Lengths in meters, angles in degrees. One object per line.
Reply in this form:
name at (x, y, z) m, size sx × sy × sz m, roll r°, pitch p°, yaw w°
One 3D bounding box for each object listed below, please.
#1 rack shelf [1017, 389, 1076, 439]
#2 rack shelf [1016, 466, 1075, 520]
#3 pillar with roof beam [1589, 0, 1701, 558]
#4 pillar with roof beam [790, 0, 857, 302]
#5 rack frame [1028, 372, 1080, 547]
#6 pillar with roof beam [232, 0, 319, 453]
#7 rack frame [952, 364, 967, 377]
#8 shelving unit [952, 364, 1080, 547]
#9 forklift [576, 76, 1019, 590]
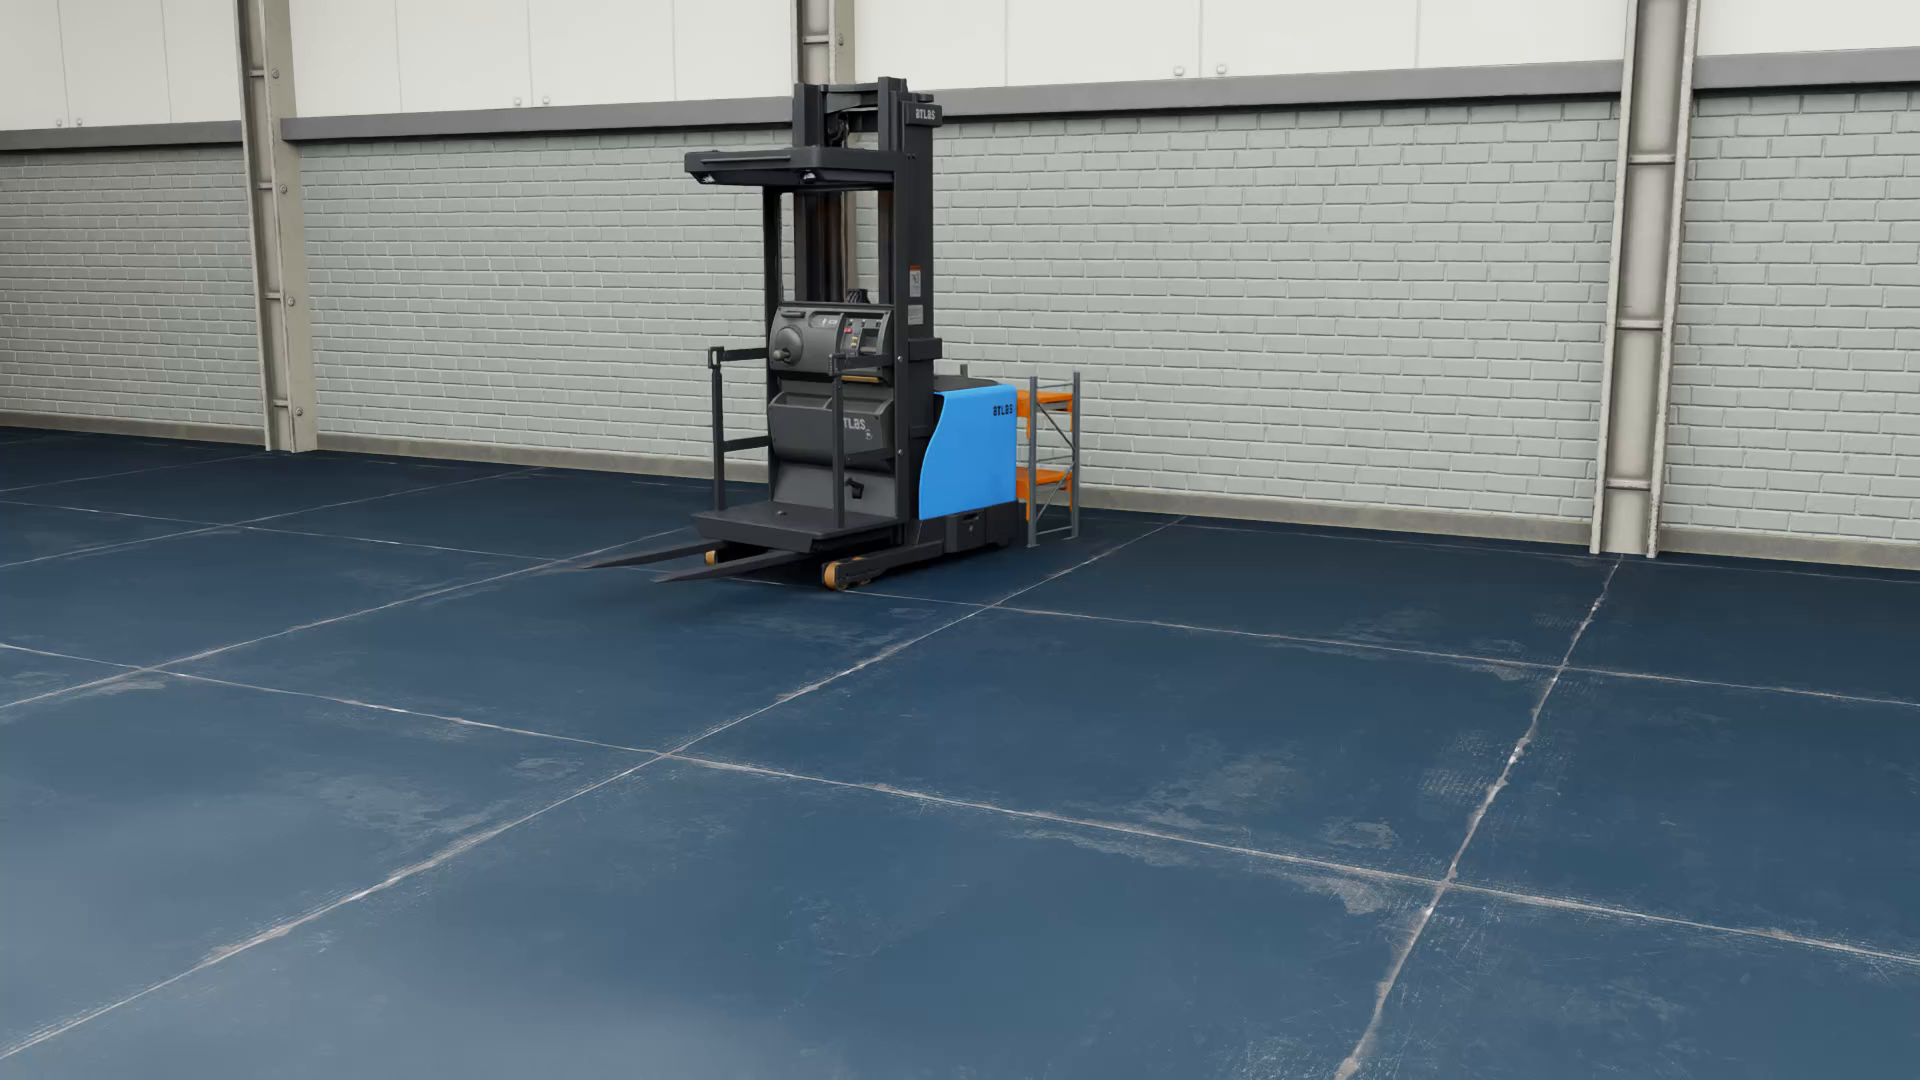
rack shelf at (0.250, -0.889, 11.342) m, size 1.000 × 0.278 × 0.538 m, roll 9°, pitch 14°, yaw 41°
rack shelf at (0.250, -0.361, 11.438) m, size 1.000 × 0.278 × 0.538 m, roll 9°, pitch 14°, yaw 41°
pillar with roof beam at (2.419, -3.667, 6.221) m, size 0.400 × 9.000 × 9.100 m, roll 5°, pitch 11°, yaw 26°
pillar with roof beam at (-2.961, -4.139, 8.833) m, size 0.400 × 9.000 × 9.100 m, roll 5°, pitch 11°, yaw 26°
rack frame at (0.628, -0.541, 11.059) m, size 0.032 × 1.125 × 0.500 m, roll 9°, pitch 14°, yaw 41°
pillar with roof beam at (-8.342, -4.612, 11.446) m, size 0.400 × 9.000 × 9.100 m, roll 5°, pitch 11°, yaw 26°
rack frame at (-0.127, -0.662, 11.729) m, size 0.032 × 1.125 × 0.500 m, roll 9°, pitch 14°, yaw 41°
shelving unit at (0.250, -0.601, 11.394) m, size 1.048 × 1.125 × 0.538 m, roll 9°, pitch 14°, yaw 41°
forklift at (-0.921, -1.251, 9.913) m, size 1.130 × 2.935 × 3.031 m, roll 8°, pitch 13°, yaw 38°
